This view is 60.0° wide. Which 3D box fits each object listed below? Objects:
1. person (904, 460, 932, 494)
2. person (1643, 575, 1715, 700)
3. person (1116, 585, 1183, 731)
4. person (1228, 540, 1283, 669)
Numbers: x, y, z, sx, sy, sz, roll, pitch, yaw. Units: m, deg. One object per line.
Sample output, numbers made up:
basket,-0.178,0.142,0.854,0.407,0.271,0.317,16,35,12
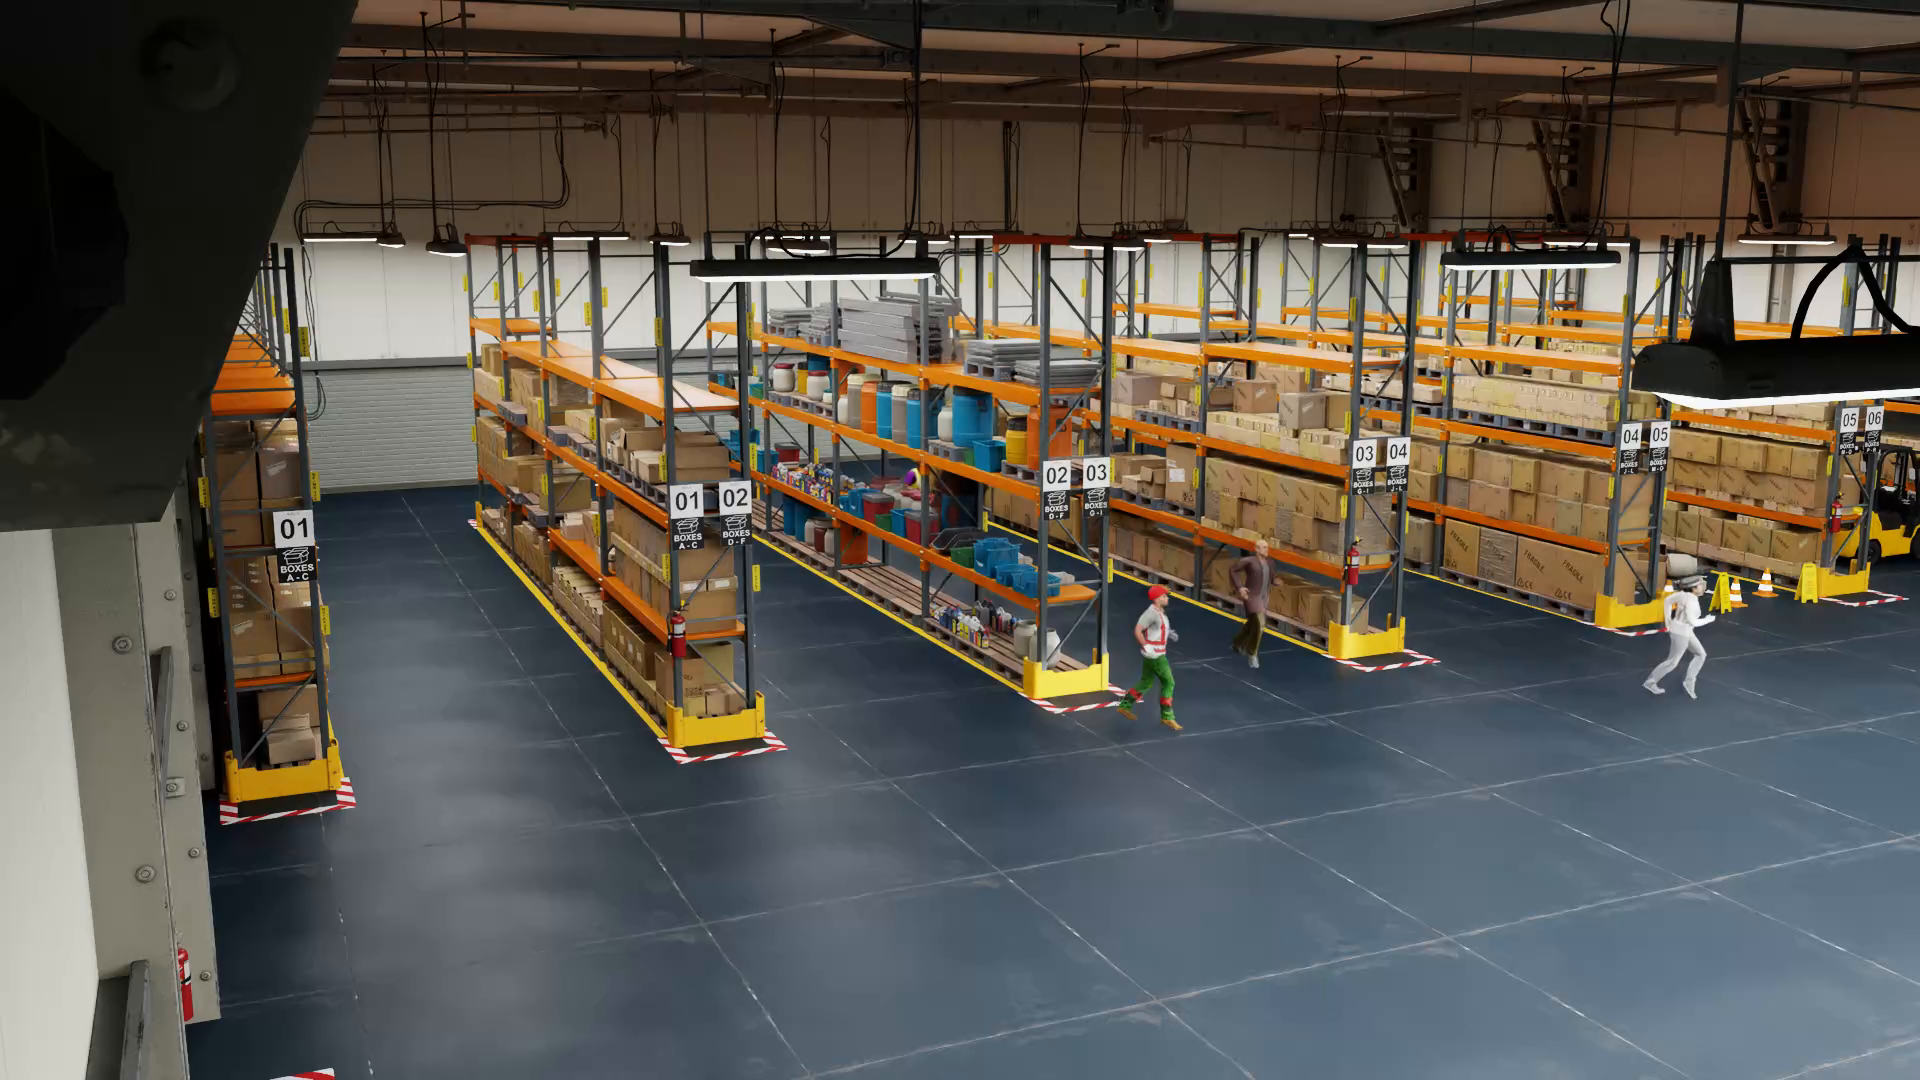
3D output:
person,-0.812,-0.788,32.599,0.663,1.776,1.140,-6,12,-27
person,9.569,1.284,22.108,0.810,1.707,0.639,3,11,16
person,2.402,1.456,20.915,0.845,1.823,0.669,1,11,6
person,4.265,0.894,23.972,0.704,1.820,0.842,-8,14,-37
